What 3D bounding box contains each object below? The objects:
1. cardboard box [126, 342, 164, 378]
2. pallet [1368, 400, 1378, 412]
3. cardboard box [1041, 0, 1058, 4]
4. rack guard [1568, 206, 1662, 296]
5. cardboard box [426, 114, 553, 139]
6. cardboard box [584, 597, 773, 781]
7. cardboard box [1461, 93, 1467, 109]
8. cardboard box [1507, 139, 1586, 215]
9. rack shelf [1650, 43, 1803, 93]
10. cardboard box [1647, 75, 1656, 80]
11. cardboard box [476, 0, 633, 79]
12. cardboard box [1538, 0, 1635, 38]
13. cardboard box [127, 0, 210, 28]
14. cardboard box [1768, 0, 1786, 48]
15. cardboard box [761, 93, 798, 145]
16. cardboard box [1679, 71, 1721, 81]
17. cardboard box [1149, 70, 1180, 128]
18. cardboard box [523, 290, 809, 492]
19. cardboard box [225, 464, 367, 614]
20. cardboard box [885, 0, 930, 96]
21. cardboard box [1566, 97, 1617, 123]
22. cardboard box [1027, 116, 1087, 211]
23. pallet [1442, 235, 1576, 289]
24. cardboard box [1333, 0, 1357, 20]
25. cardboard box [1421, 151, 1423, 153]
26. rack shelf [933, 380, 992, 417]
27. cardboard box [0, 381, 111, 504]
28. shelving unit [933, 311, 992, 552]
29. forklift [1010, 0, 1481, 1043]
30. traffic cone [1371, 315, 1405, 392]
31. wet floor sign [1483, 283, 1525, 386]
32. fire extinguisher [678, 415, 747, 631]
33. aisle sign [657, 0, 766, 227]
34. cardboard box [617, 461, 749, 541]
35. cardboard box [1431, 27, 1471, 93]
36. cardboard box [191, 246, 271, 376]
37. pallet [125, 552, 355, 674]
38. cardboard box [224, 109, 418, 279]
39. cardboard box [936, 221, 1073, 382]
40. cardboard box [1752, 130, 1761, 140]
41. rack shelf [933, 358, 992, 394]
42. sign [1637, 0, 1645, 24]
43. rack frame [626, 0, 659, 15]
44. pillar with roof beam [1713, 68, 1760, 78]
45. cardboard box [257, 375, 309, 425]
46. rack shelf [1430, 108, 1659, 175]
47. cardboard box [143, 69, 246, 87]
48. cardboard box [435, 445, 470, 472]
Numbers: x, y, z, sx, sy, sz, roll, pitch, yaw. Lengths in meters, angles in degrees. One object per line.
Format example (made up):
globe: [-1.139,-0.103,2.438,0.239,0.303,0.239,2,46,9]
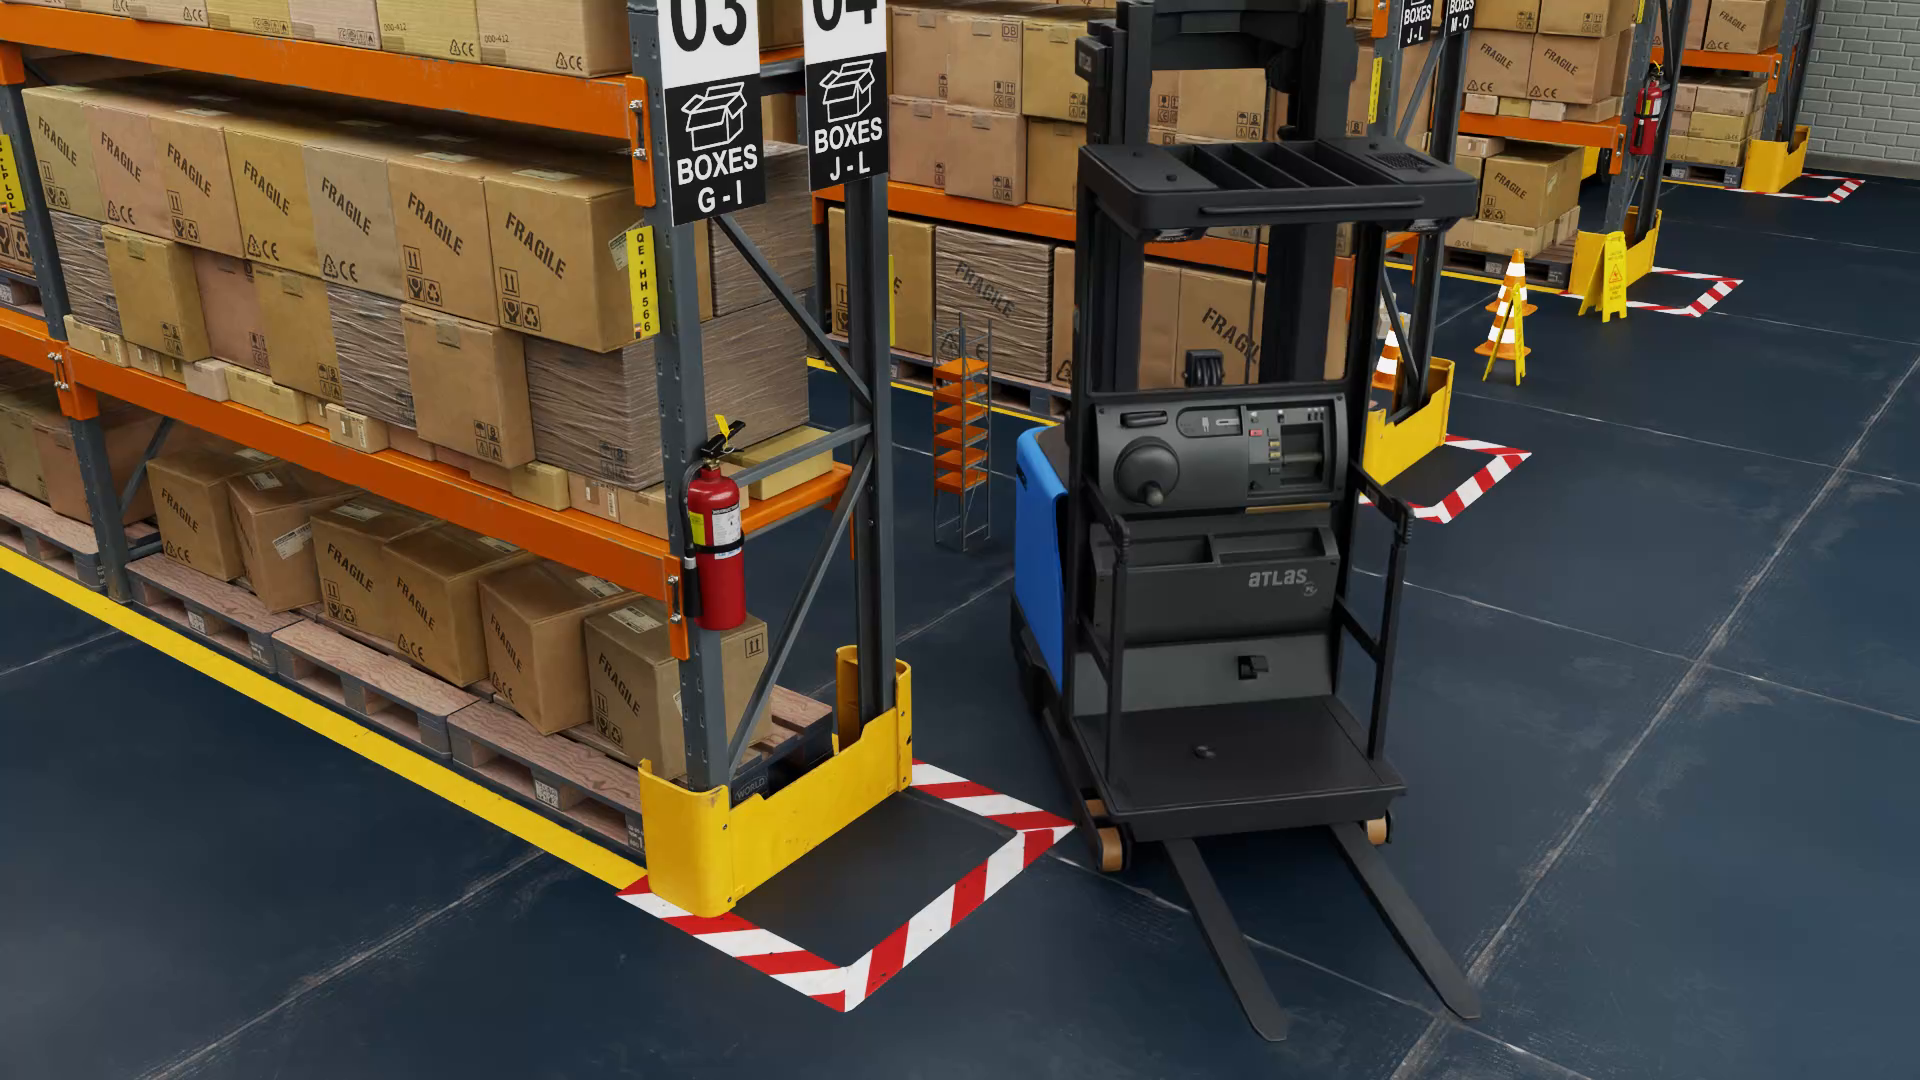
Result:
cardboard box: [-3.390,-0.849,7.268,0.250,0.149,0.380,17,29,33]
pallet: [1.779,-0.729,10.144,1.213,0.211,1.003,17,29,33]
cardboard box: [0.839,-5.084,15.555,0.500,0.500,0.500,18,29,35]
rack guard: [5.293,-2.333,13.426,0.348,0.500,1.175,17,29,33]
cardboard box: [-1.663,-1.366,6.396,0.500,0.500,0.500,17,29,33]
cardboard box: [-1.080,0.534,6.398,0.500,0.500,0.500,-20,31,-38]
cardboard box: [4.120,-3.620,13.556,0.250,0.149,0.380,17,29,34]
cardboard box: [4.855,-3.026,13.857,0.500,0.500,0.500,16,28,32]
rack shelf: [6.727,-5.216,17.760,4.000,0.370,1.077,17,29,33]
cardboard box: [6.950,-4.704,17.355,0.500,0.250,0.500,17,29,34]
cardboard box: [-1.128,-1.600,5.128,0.500,0.250,0.500,18,29,34]
cardboard box: [4.814,-4.151,12.719,0.500,0.500,0.700,16,28,32]
cardboard box: [-2.767,-2.092,6.243,0.500,0.250,0.500,16,28,31]
cardboard box: [8.098,-5.316,16.972,0.500,0.500,0.500,18,29,35]
cardboard box: [-1.313,-2.890,11.466,0.500,0.500,0.500,17,29,33]
cardboard box: [7.654,-4.750,17.459,0.500,0.250,0.500,17,29,33]
cardboard box: [1.330,-2.785,9.825,0.550,0.550,0.875,17,29,33]
cardboard box: [-1.014,-0.585,5.865,0.500,0.500,0.875,17,29,33]
cardboard box: [-3.032,-0.031,7.681,0.500,0.500,0.500,-16,28,-31]
cardboard box: [-0.460,-3.267,10.920,0.550,0.550,0.875,17,29,33]
cardboard box: [4.926,-3.365,12.979,0.250,0.149,0.380,18,29,35]
cardboard box: [0.867,-2.398,10.286,0.500,0.550,0.875,17,29,33]
pallet: [4.664,-2.409,13.956,1.213,0.211,1.003,17,29,33]
cardboard box: [3.156,-4.629,13.802,0.500,0.500,0.700,16,28,32]
cardboard box: [3.737,-3.095,14.014,0.500,0.500,0.500,16,28,32]
rack shelf: [0.012,-0.725,8.421,0.180,0.103,0.258,17,29,33]
cardboard box: [-4.639,-0.563,8.862,0.500,0.500,0.700,17,29,33]
shelving unit: [0.012,-0.546,8.500,0.189,1.200,0.258,17,29,33]
forklift: [0.979,-0.294,5.782,1.130,2.935,3.031,-4,24,-9]
traffic cone: [2.892,-1.263,11.043,0.334,0.463,0.336,17,29,33]
wet floor sign: [3.676,-1.392,11.109,0.232,0.644,0.267,12,26,24]
fire extinguisher: [-0.775,-0.050,5.239,0.183,0.674,0.296,17,29,33]
aisle sign: [-0.720,-1.339,4.846,0.004,0.787,0.394,17,29,33]
cardboard box: [-0.942,-0.149,5.679,0.250,0.149,0.380,17,29,33]
cardboard box: [3.958,-3.928,13.452,0.500,0.500,0.500,17,29,33]
cardboard box: [-2.628,-1.061,6.946,0.500,0.500,0.875,17,29,33]
pallet: [-3.232,0.198,8.038,1.213,0.211,1.003,17,29,33]
cardboard box: [-2.376,-1.319,6.290,0.500,0.500,0.500,17,29,33]
cardboard box: [0.450,-1.633,10.851,0.875,0.875,0.875,17,29,34]
cardboard box: [8.052,-4.177,17.399,0.500,0.250,0.500,17,29,34]
rack shelf: [0.012,-0.834,8.373,0.180,0.103,0.258,17,29,33]
sign: [5.005,-3.959,12.188,0.005,0.325,0.100,17,29,33]
rack frame: [-0.590,-3.007,4.414,0.127,3.000,1.000,17,29,33]
pillar with roof beam: [5.729,-6.877,13.197,0.400,9.000,9.100,17,29,33]
cardboard box: [-2.591,-0.606,6.718,0.250,0.149,0.380,17,29,33]
rack shelf: [3.753,-3.613,14.123,4.000,0.370,1.077,17,29,33]
cardboard box: [-3.266,-1.848,7.492,0.500,0.500,0.500,17,29,33]
cardboard box: [-1.738,-0.393,6.233,0.250,0.149,0.380,17,29,33]
